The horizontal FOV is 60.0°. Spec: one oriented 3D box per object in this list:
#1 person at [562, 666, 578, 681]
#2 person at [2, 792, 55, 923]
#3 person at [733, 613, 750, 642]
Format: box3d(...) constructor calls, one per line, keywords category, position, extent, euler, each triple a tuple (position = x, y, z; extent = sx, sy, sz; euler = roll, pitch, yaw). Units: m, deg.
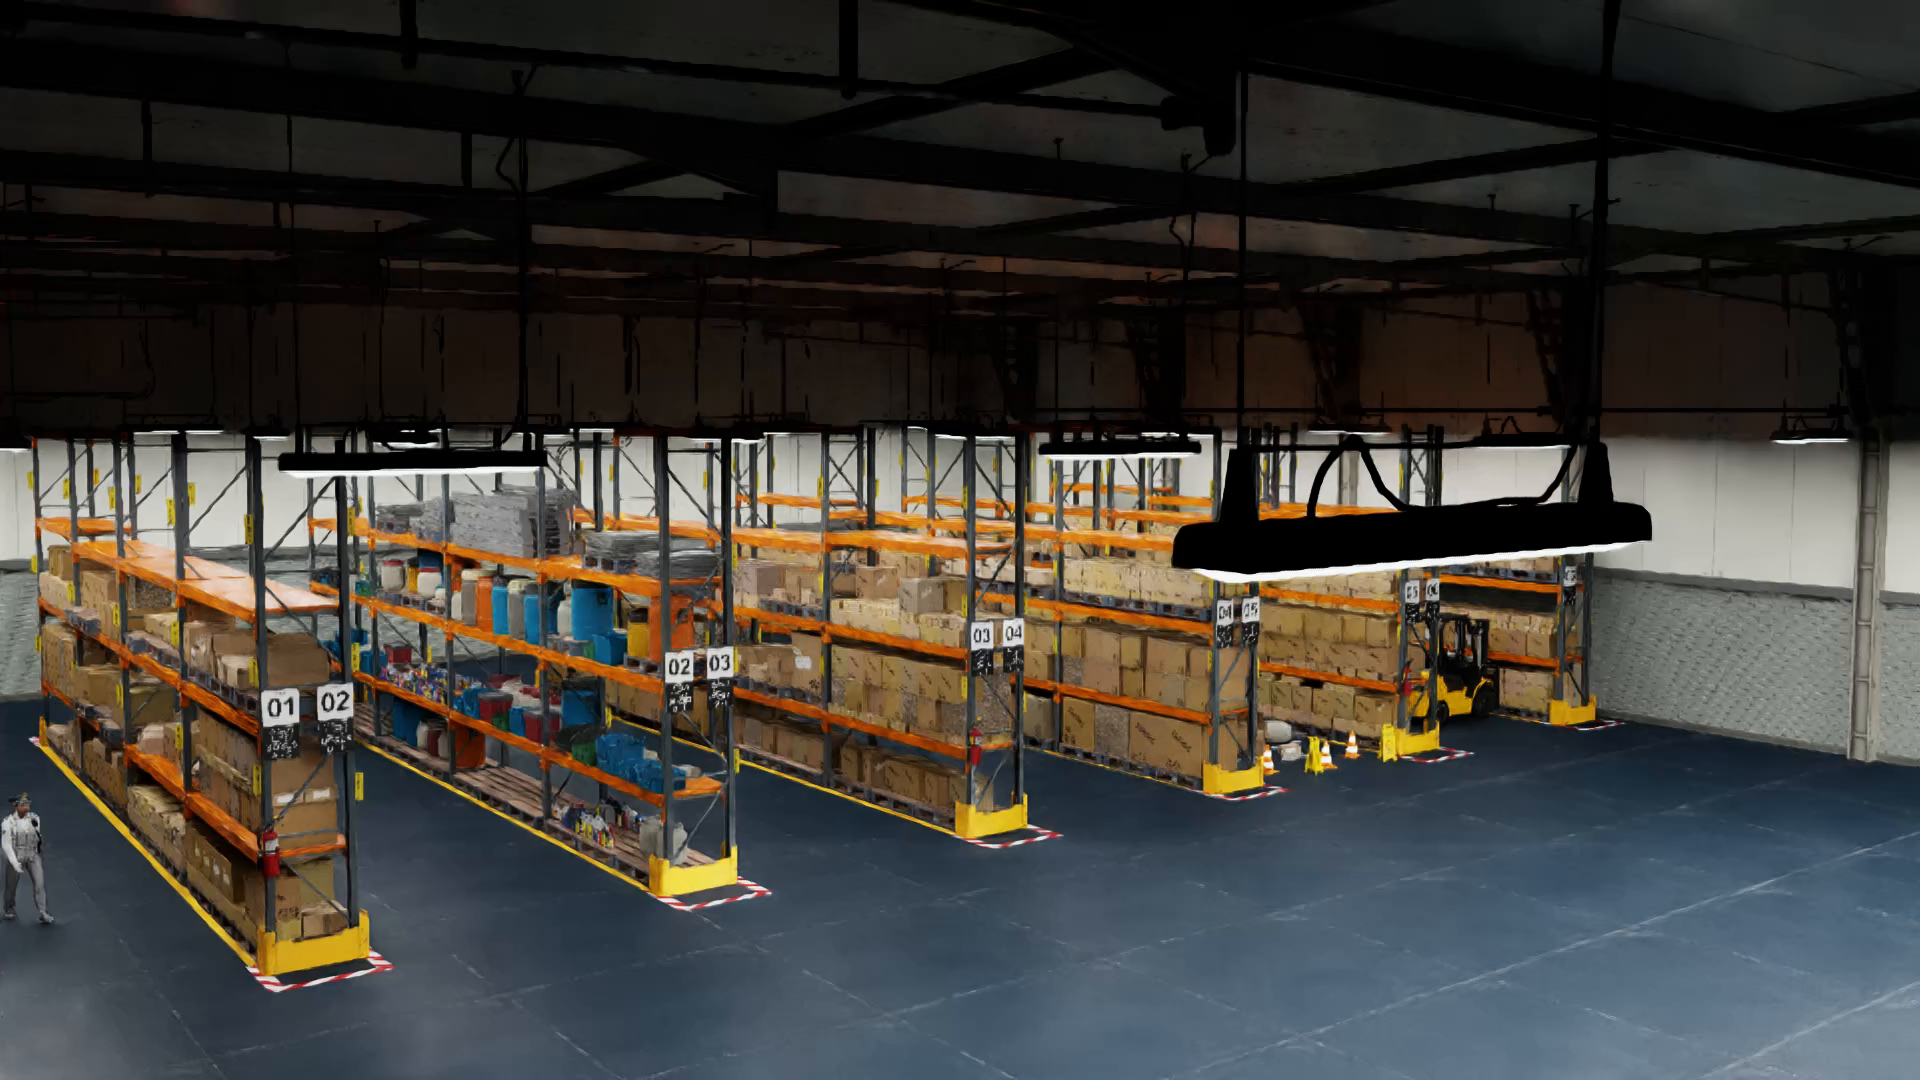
box3d(category="person", position=(-7.077, 3.081, 30.545), extent=(0.537, 1.679, 0.454), euler=(2, 5, 28))
box3d(category="person", position=(-11.546, 3.894, 20.484), extent=(0.995, 1.621, 0.483), euler=(4, 6, 45))
box3d(category="person", position=(-5.647, 2.116, 43.212), extent=(0.513, 1.664, 0.544), euler=(0, 4, 0))
